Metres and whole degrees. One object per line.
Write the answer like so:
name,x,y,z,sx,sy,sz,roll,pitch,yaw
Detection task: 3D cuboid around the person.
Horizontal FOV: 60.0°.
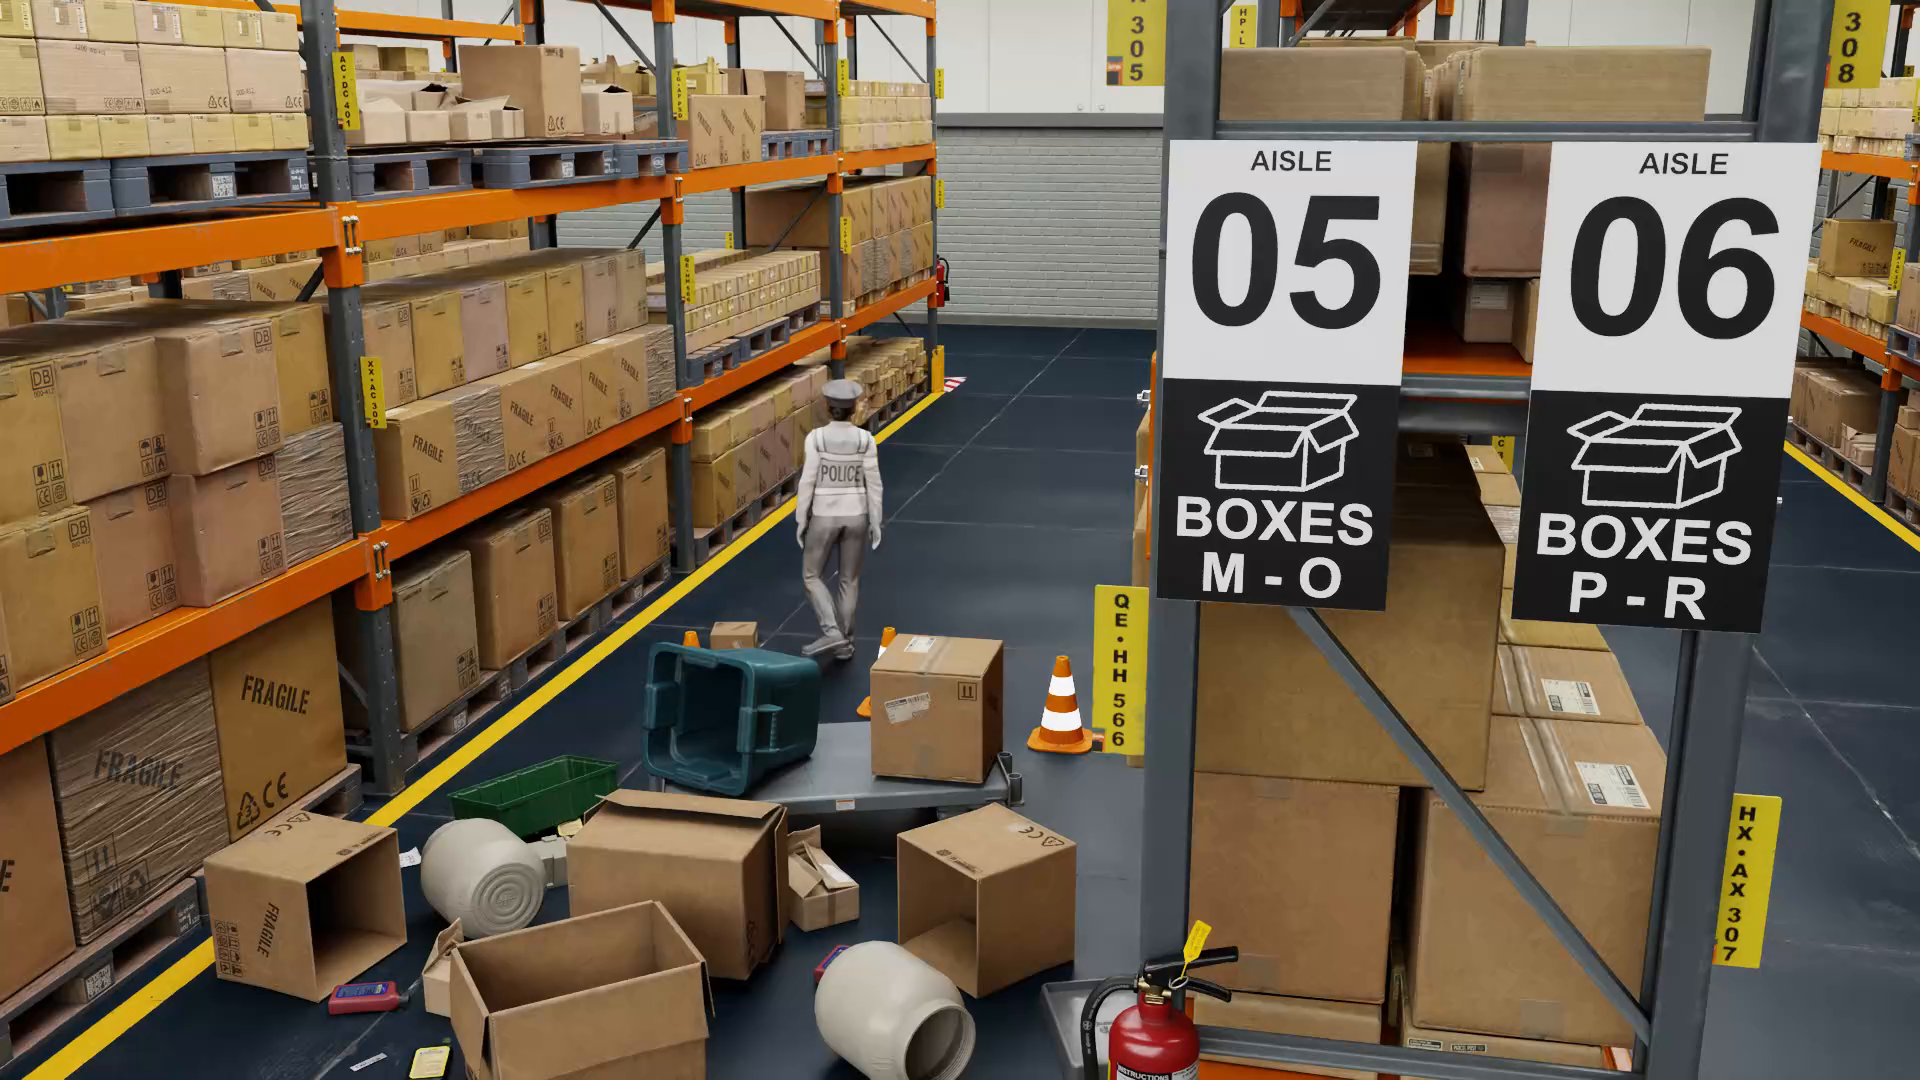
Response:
person,-0.706,-0.086,9.813,0.534,1.674,0.537,-4,15,-15
